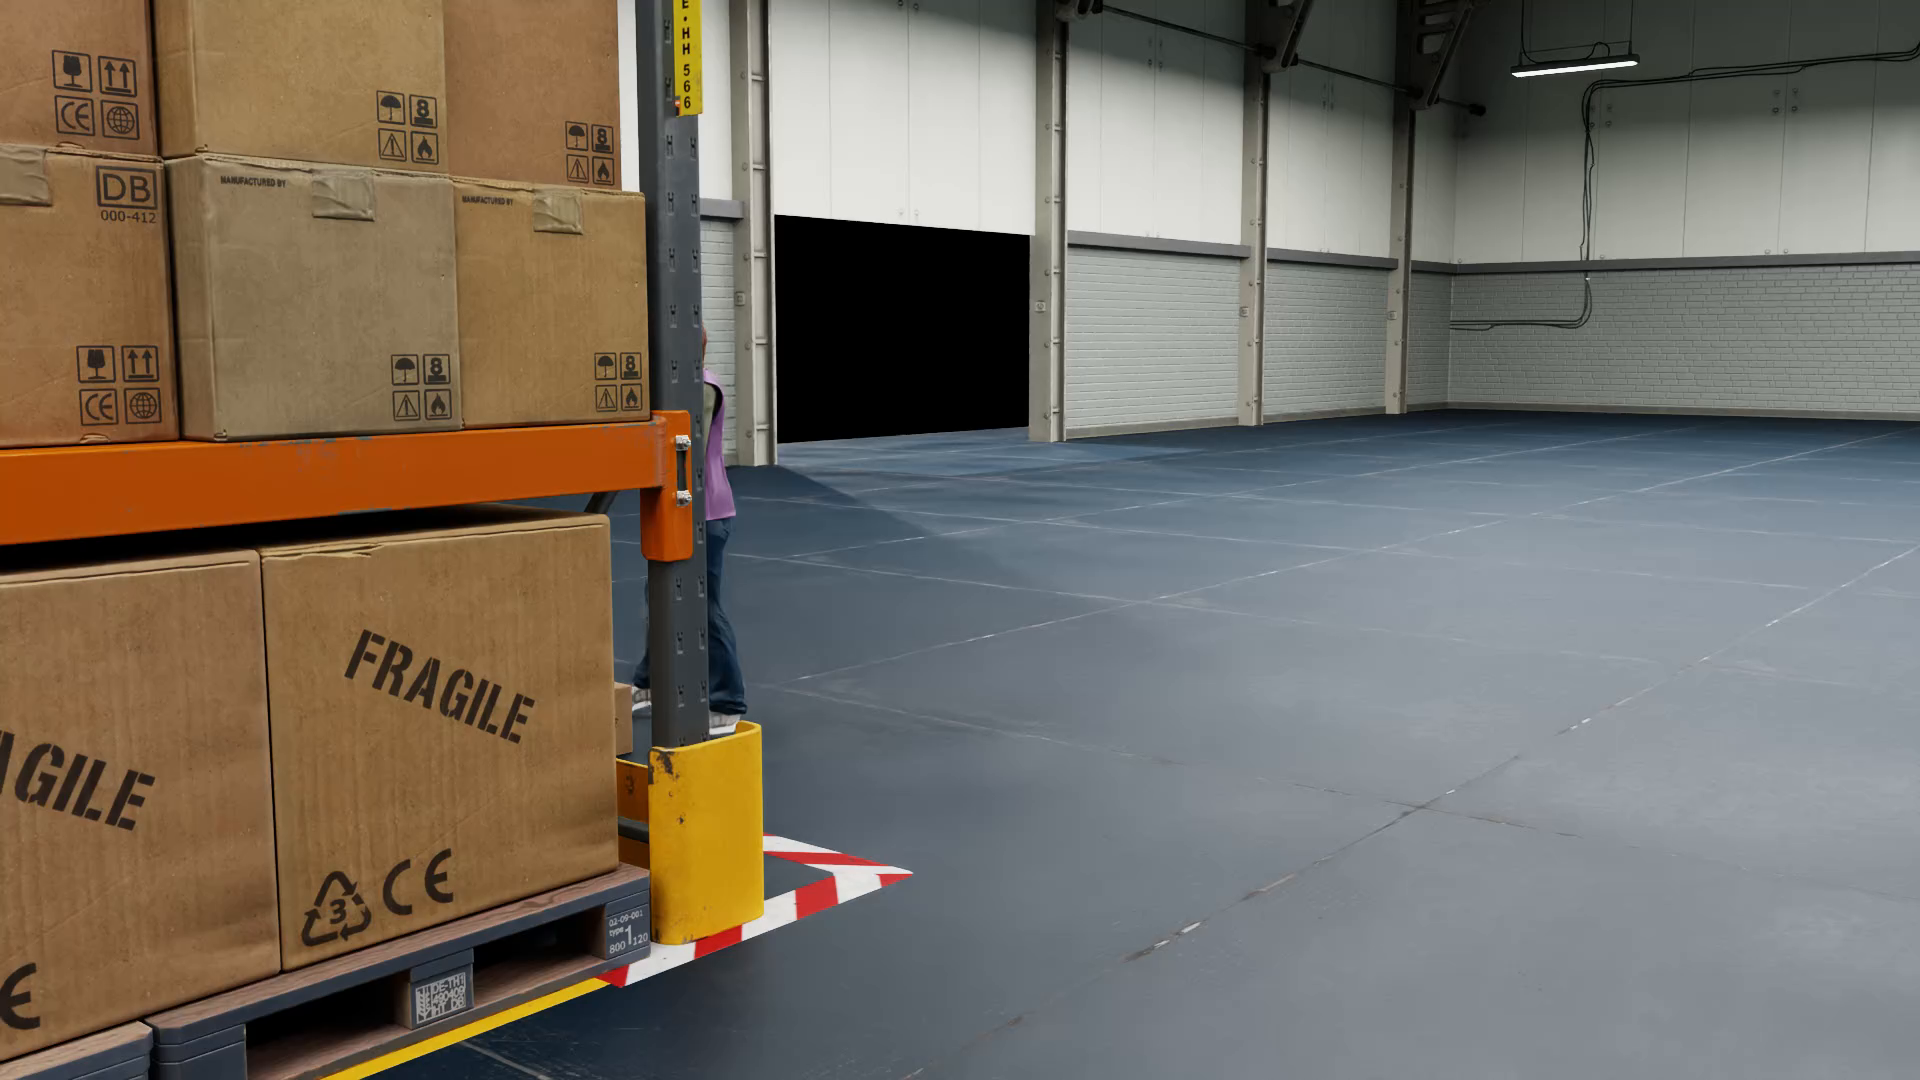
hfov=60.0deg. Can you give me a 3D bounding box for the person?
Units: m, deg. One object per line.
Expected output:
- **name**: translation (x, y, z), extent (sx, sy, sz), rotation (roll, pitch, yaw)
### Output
- **person**: translation (-1.112, -0.064, 6.370), extent (0.466, 1.571, 0.609), rotation (-3, 7, -21)
